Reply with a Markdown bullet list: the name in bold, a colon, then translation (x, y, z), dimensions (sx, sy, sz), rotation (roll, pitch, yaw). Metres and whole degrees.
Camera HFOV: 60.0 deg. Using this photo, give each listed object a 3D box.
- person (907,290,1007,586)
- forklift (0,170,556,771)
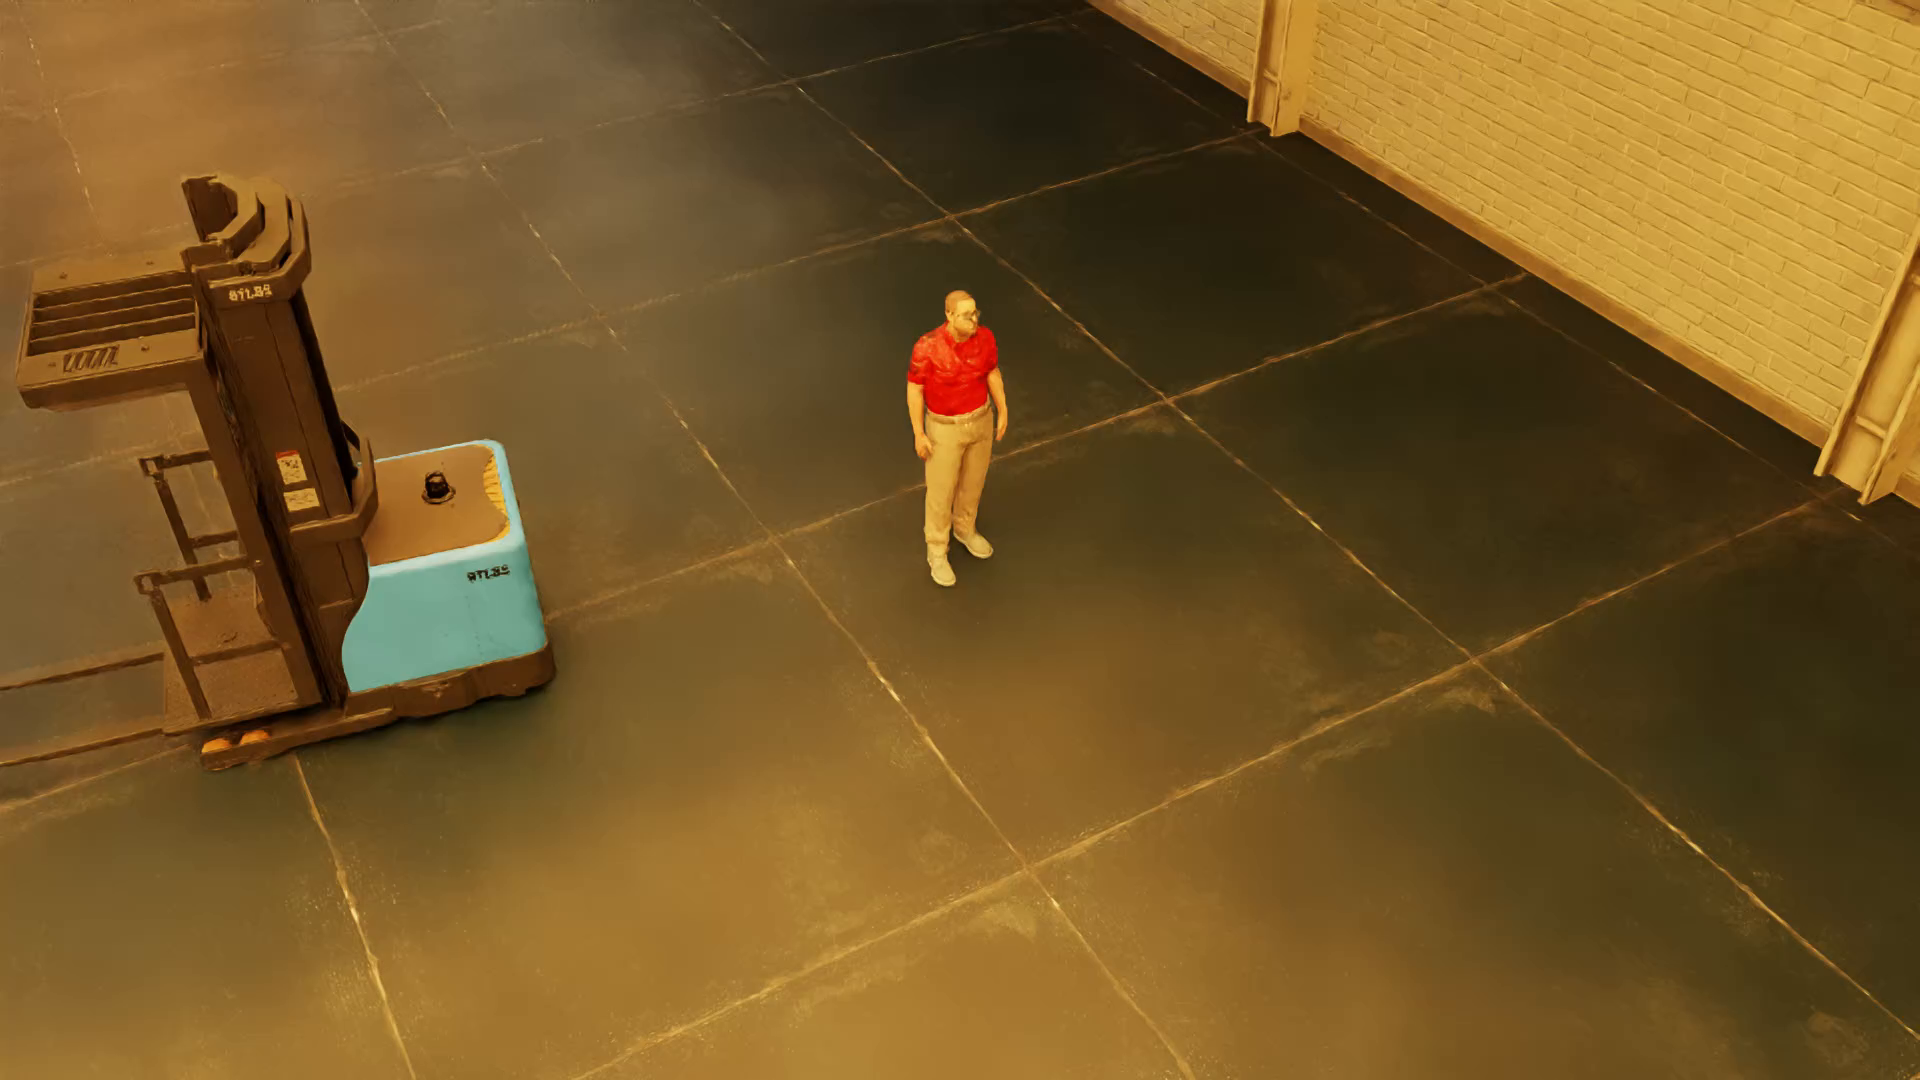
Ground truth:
- **person**: translation (0.035, -0.618, 9.711), dimensions (0.640, 1.727, 0.550), rotation (-20, 44, -23)
- **forklift**: translation (-3.842, -0.286, 8.381), dimensions (3.031, 2.935, 1.130), rotation (-13, 41, -15)
